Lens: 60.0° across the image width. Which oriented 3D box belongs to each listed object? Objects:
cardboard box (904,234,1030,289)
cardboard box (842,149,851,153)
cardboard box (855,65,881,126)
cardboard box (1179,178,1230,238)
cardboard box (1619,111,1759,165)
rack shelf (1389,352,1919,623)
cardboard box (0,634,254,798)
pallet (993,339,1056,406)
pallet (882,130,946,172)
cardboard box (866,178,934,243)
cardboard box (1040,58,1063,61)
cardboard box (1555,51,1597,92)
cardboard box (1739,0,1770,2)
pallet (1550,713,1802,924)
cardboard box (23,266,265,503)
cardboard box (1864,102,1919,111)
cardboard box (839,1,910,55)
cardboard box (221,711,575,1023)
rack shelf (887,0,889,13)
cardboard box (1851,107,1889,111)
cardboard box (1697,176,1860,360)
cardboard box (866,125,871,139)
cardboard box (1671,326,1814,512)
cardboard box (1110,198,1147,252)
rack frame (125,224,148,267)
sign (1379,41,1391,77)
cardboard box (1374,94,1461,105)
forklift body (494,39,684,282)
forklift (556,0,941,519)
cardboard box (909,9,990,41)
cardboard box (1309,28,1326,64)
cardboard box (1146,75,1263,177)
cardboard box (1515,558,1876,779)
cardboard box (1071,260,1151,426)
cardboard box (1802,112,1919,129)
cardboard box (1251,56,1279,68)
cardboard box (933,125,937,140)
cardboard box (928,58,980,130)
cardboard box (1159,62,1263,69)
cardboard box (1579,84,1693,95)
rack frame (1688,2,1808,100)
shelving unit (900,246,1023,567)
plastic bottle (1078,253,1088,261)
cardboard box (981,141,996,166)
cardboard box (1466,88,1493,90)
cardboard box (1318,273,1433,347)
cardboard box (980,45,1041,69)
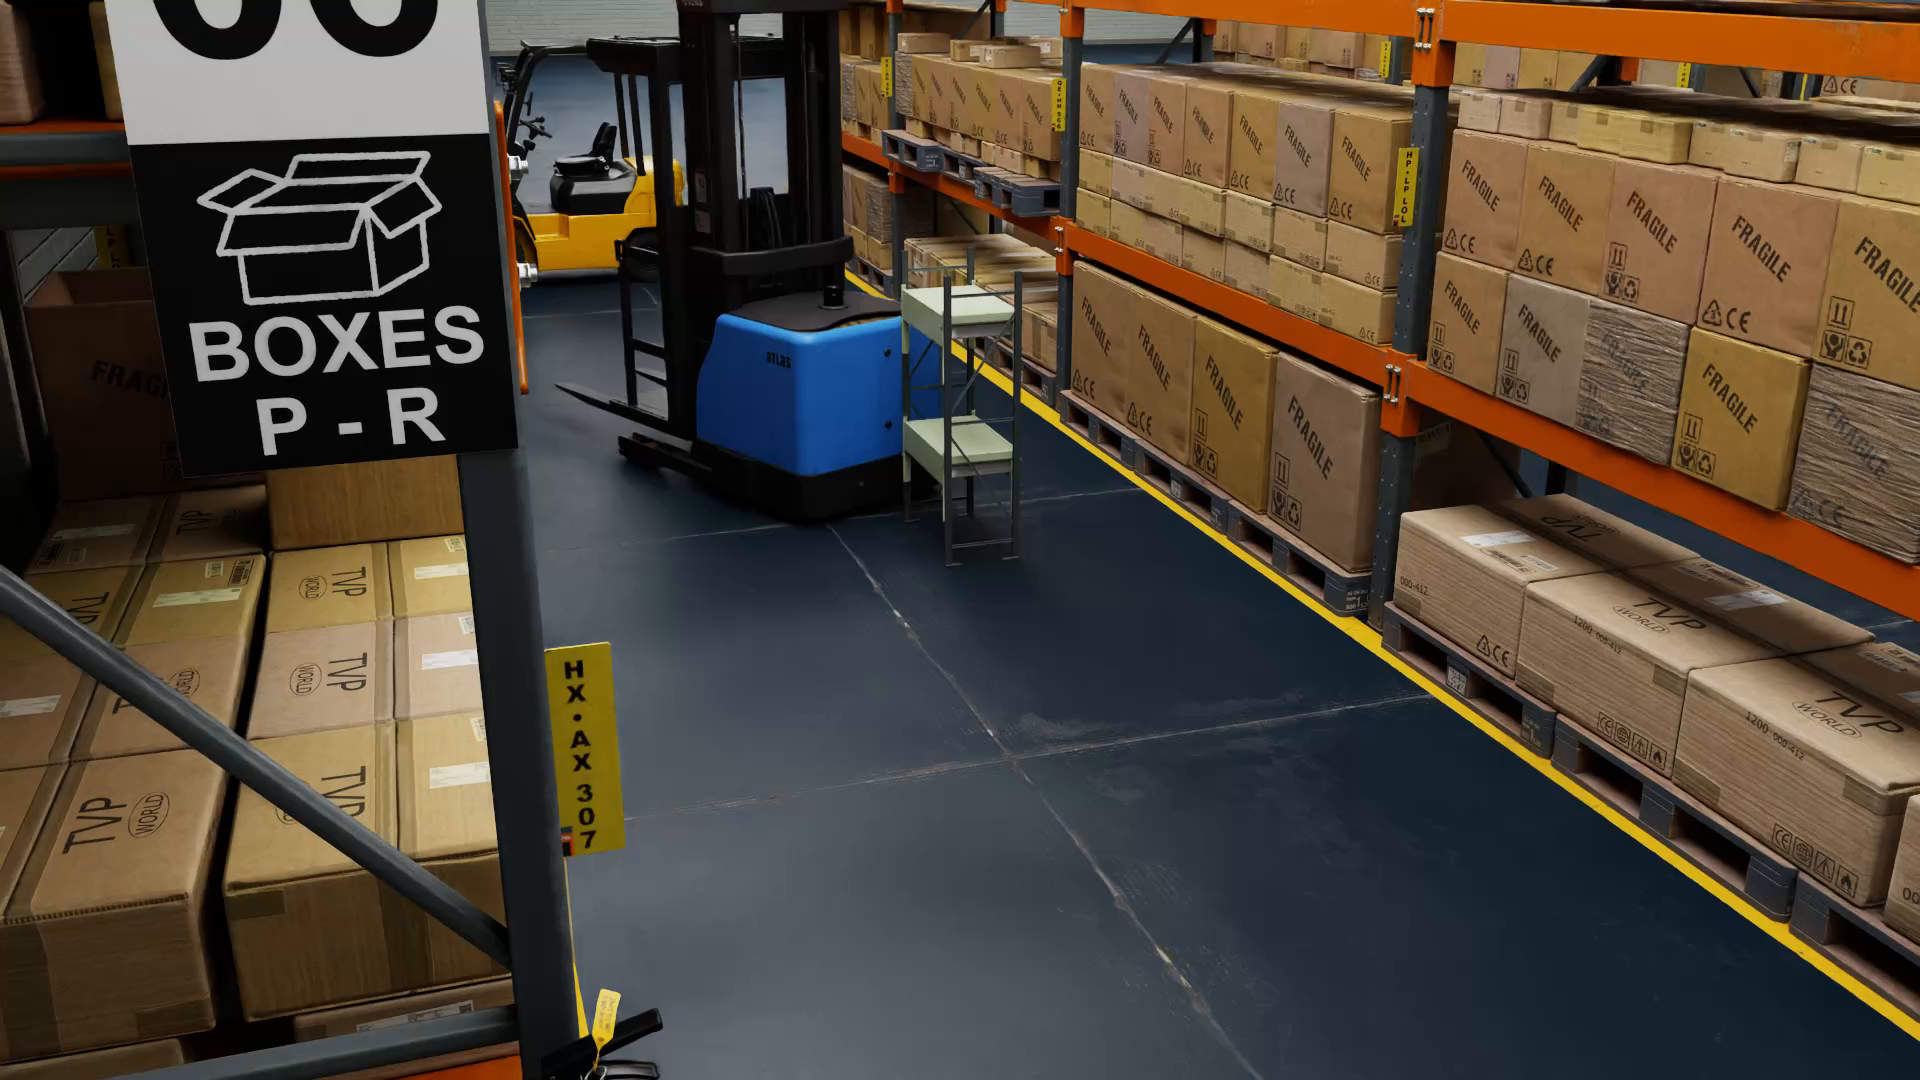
[{"bbox_3d":[0.055,-2.406,14.445,0.950,0.372,0.625,-6,21,-17],"label":"cardboard box"},{"bbox_3d":[-1.370,-3.858,17.557,0.500,0.500,0.500,-7,21,-19],"label":"cardboard box"},{"bbox_3d":[-0.656,-4.081,15.253,0.500,0.500,0.500,-6,21,-15],"label":"cardboard box"},{"bbox_3d":[1.524,-1.814,9.013,0.500,0.250,0.500,-6,21,-16],"label":"cardboard box"},{"bbox_3d":[2.548,-1.408,5.811,0.380,0.149,0.250,-7,21,-19],"label":"cardboard box"},{"bbox_3d":[3.031,-0.066,5.727,1.077,0.370,4.000,-6,21,-17],"label":"rack shelf"},{"bbox_3d":[-1.608,0.412,3.115,0.500,0.250,0.500,-6,21,-17],"label":"cardboard box"},{"bbox_3d":[0.901,-1.268,12.136,1.003,0.211,1.213,-6,21,-17],"label":"pallet"},{"bbox_3d":[-0.010,-3.262,13.846,1.003,0.211,1.213,-6,21,-17],"label":"pallet"},{"bbox_3d":[-0.553,-3.031,15.256,0.500,0.500,0.500,-7,21,-18],"label":"cardboard box"},{"bbox_3d":[0.565,-3.549,13.151,0.500,0.500,0.500,-6,21,-15],"label":"cardboard box"},{"bbox_3d":[5.358,-3.878,13.647,0.700,0.500,0.500,-7,21,-18],"label":"cardboard box"},{"bbox_3d":[8.735,-5.599,18.002,0.500,0.500,0.500,-6,21,-17],"label":"cardboard box"},{"bbox_3d":[2.955,0.911,6.069,1.003,0.211,1.213,-6,21,-17],"label":"pallet"},{"bbox_3d":[-2.093,-0.434,4.359,0.500,0.500,0.500,-7,21,-19],"label":"cardboard box"},{"bbox_3d":[6.561,-2.974,11.630,0.380,0.149,0.250,-6,21,-16],"label":"cardboard box"},{"bbox_3d":[-0.849,-5.251,17.031,0.700,0.500,0.500,-6,21,-17],"label":"cardboard box"},{"bbox_3d":[-0.938,0.522,2.807,0.500,0.250,0.500,-6,21,-17],"label":"cardboard box"},{"bbox_3d":[-0.740,-5.328,15.941,1.077,0.370,4.000,-6,21,-17],"label":"rack shelf"},{"bbox_3d":[6.017,-2.829,11.224,0.380,0.149,0.250,-7,21,-19],"label":"cardboard box"},{"bbox_3d":[2.782,-0.895,5.343,0.500,0.500,0.500,-7,21,-18],"label":"cardboard box"},{"bbox_3d":[-0.660,-3.819,15.482,0.380,0.149,0.250,-7,21,-18],"label":"cardboard box"},{"bbox_3d":[2.768,-0.427,5.521,0.500,0.500,0.500,-6,21,-16],"label":"cardboard box"},{"bbox_3d":[1.239,-1.913,10.026,0.500,0.250,0.500,-7,21,-19],"label":"cardboard box"},{"bbox_3d":[-2.308,-0.518,5.920,1.000,3.000,0.127,-6,21,-17],"label":"rack frame"},{"bbox_3d":[4.029,-4.557,15.769,0.100,0.325,0.005,-6,21,-17],"label":"sign"},{"bbox_3d":[2.351,-1.896,8.130,0.500,0.500,0.500,-7,21,-18],"label":"cardboard box"},{"bbox_3d":[-3.752,-3.554,15.630,2.313,2.155,1.214,-6,21,-17],"label":"forklift body"},{"bbox_3d":[-1.453,-1.914,9.908,1.130,2.935,3.031,-17,26,-39],"label":"forklift"},{"bbox_3d":[-0.044,-4.435,14.760,0.700,0.500,0.500,-7,21,-18],"label":"cardboard box"},{"bbox_3d":[4.150,-5.225,17.206,0.875,0.550,0.550,-6,21,-17],"label":"cardboard box"},{"bbox_3d":[1.381,-2.337,9.360,0.500,0.500,0.500,-6,21,-16],"label":"cardboard box"},{"bbox_3d":[2.780,0.462,6.362,0.875,0.438,0.875,-7,21,-19],"label":"cardboard box"},{"bbox_3d":[1.284,-1.297,10.612,0.875,0.875,0.875,-7,21,-18],"label":"cardboard box"},{"bbox_3d":[3.143,-1.387,5.754,0.380,0.149,0.250,-7,21,-18],"label":"cardboard box"},{"bbox_3d":[3.708,-5.045,18.302,0.875,0.550,0.550,-6,21,-17],"label":"cardboard box"},{"bbox_3d":[-0.006,-3.318,13.467,0.380,0.149,0.250,-5,20,-14],"label":"cardboard box"},{"bbox_3d":[0.064,-3.496,13.004,0.500,0.500,0.500,-7,21,-18],"label":"cardboard box"},{"bbox_3d":[1.556,-2.709,10.395,0.500,0.500,0.500,-7,21,-19],"label":"cardboard box"},{"bbox_3d":[2.802,-1.804,6.915,0.380,0.149,0.250,-7,21,-18],"label":"cardboard box"},{"bbox_3d":[5.813,-2.888,12.520,1.000,3.000,0.127,-6,21,-17],"label":"rack frame"},{"bbox_3d":[-0.002,-0.708,8.669,0.431,1.500,0.755,-6,21,-17],"label":"shelving unit"},{"bbox_3d":[1.263,-2.844,16.744,0.133,0.061,0.283,-3,20,-8],"label":"plastic bottle"},{"bbox_3d":[0.373,-2.812,12.059,0.380,0.149,0.250,-6,21,-16],"label":"cardboard box"},{"bbox_3d":[4.780,-3.699,14.629,0.500,0.500,0.500,-6,21,-17],"label":"cardboard box"},{"bbox_3d":[2.022,-1.093,7.743,0.500,0.250,0.500,-7,21,-18],"label":"cardboard box"},{"bbox_3d":[0.363,-3.515,12.096,0.380,0.149,0.250,-7,21,-20],"label":"cardboard box"}]
